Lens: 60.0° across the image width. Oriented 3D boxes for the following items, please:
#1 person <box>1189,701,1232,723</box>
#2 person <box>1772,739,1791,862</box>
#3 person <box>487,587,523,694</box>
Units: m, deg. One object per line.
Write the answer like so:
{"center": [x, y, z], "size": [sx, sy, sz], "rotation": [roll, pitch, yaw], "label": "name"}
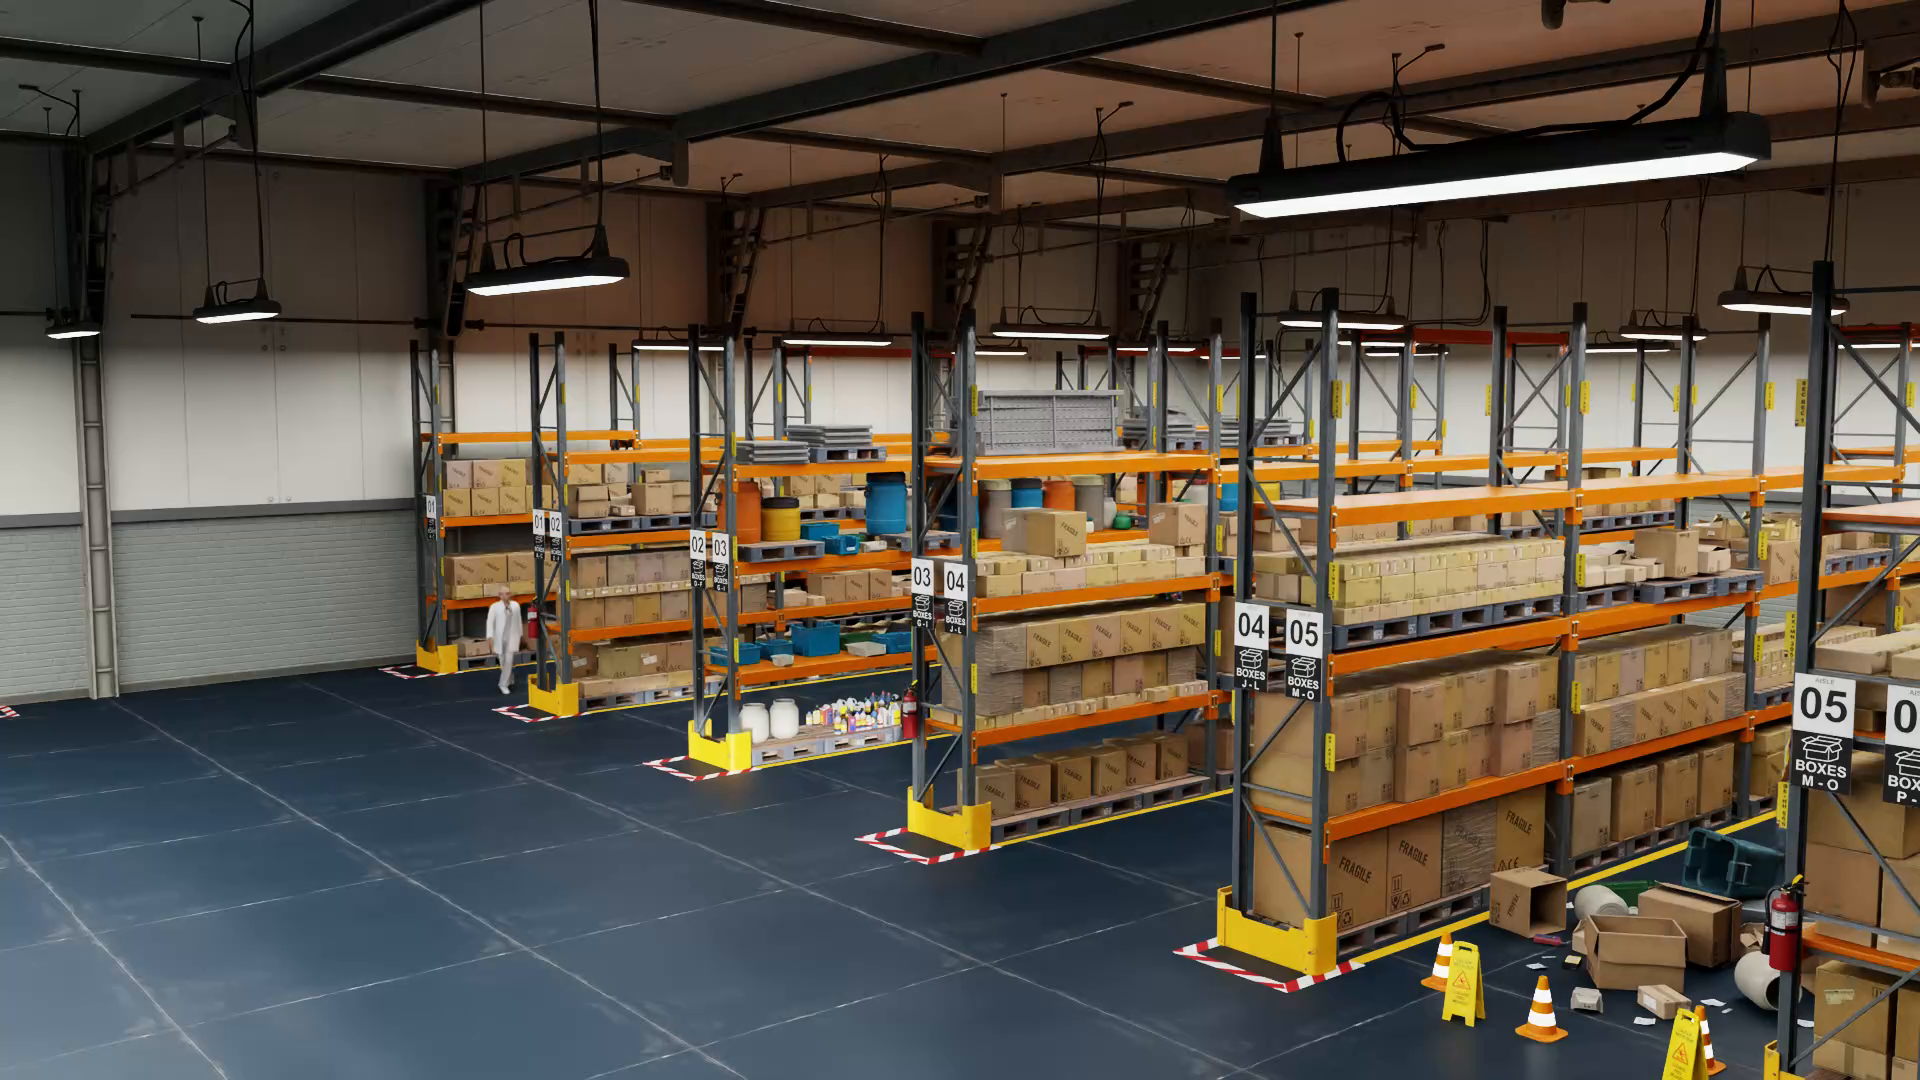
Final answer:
{"center": [3.948, 1.993, 25.526], "size": [0.948, 1.680, 0.515], "rotation": [-4, 7, -39], "label": "person"}
{"center": [9.145, 2.627, 18.072], "size": [0.639, 1.767, 0.488], "rotation": [-1, 5, -9], "label": "person"}
{"center": [-7.718, 1.691, 28.219], "size": [0.566, 1.801, 0.731], "rotation": [-1, 5, -9], "label": "person"}
